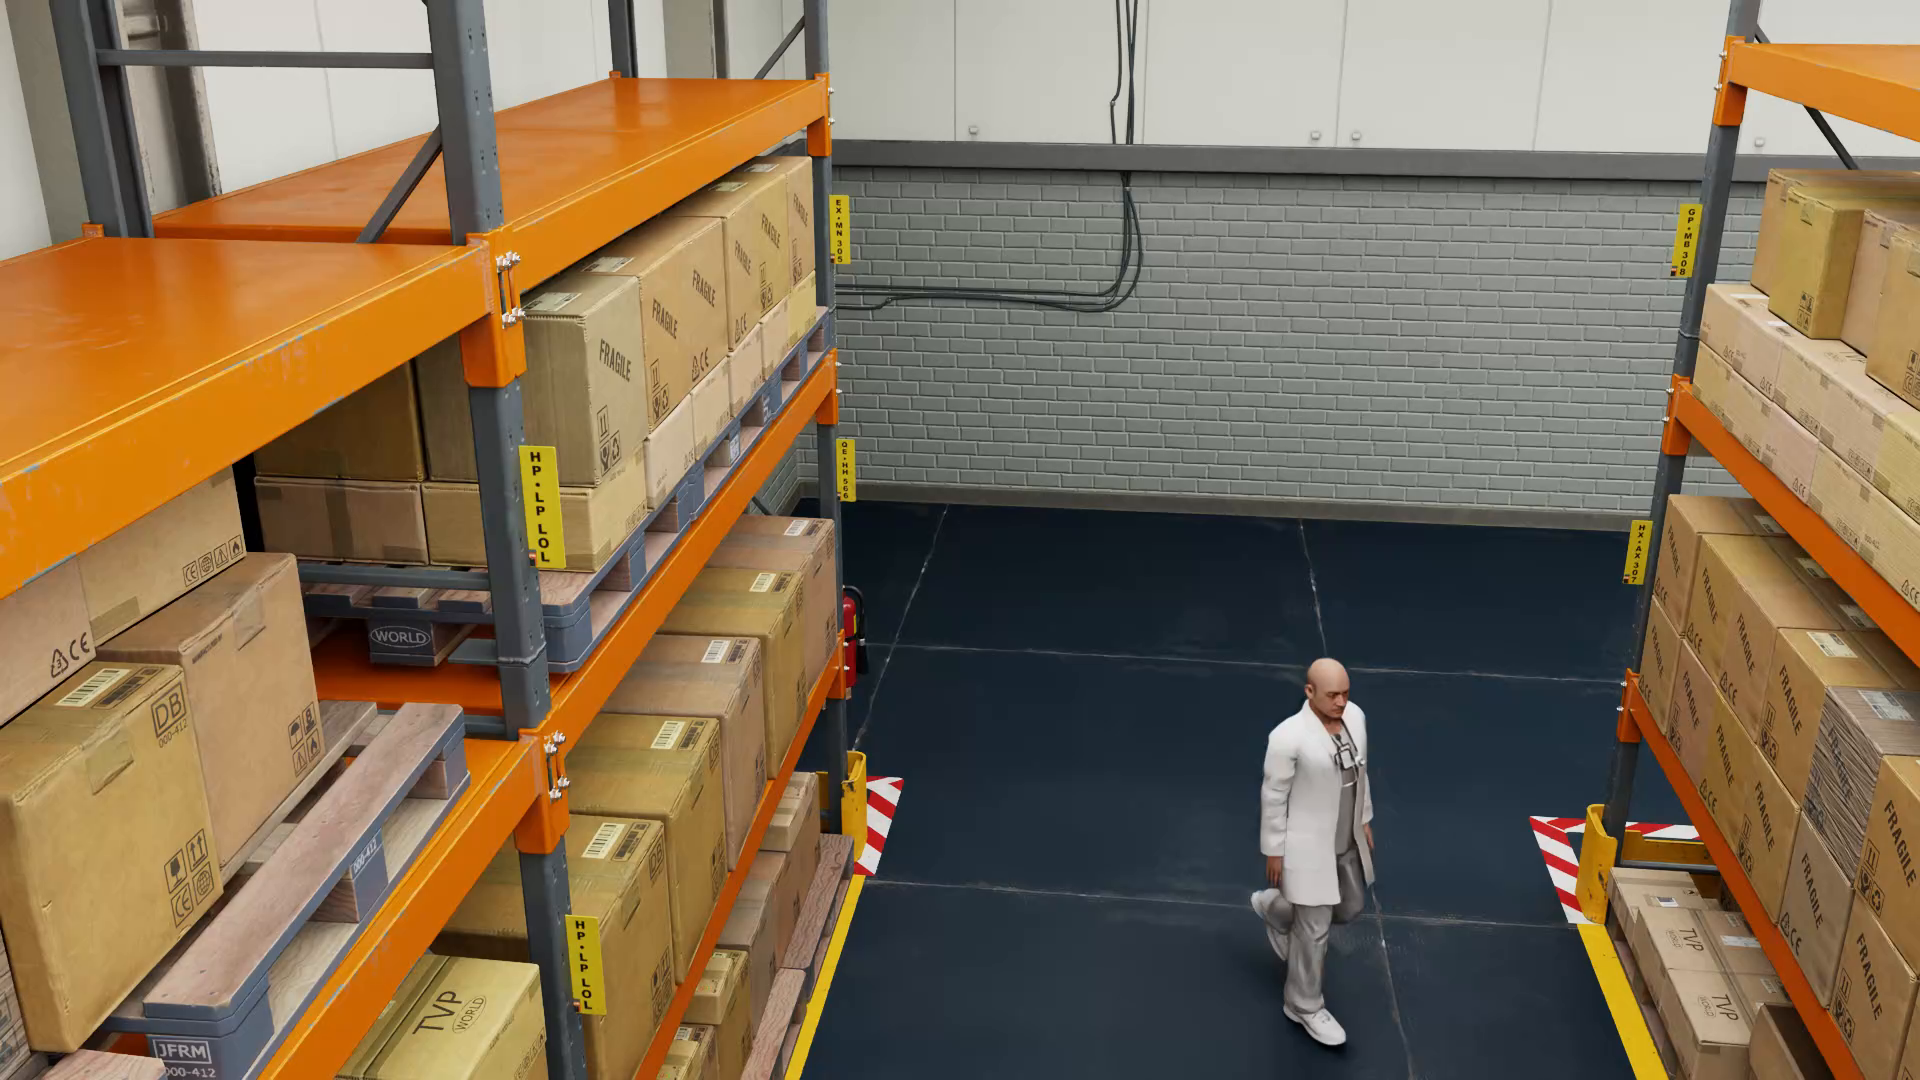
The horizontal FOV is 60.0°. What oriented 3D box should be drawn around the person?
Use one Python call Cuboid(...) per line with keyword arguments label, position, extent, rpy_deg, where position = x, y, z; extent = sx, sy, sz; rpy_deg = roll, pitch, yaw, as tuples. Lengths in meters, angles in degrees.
Cuboid(label="person", position=(1.605, 1.333, 7.552), extent=(0.613, 1.768, 0.791), rpy_deg=(-14, 25, -32))
